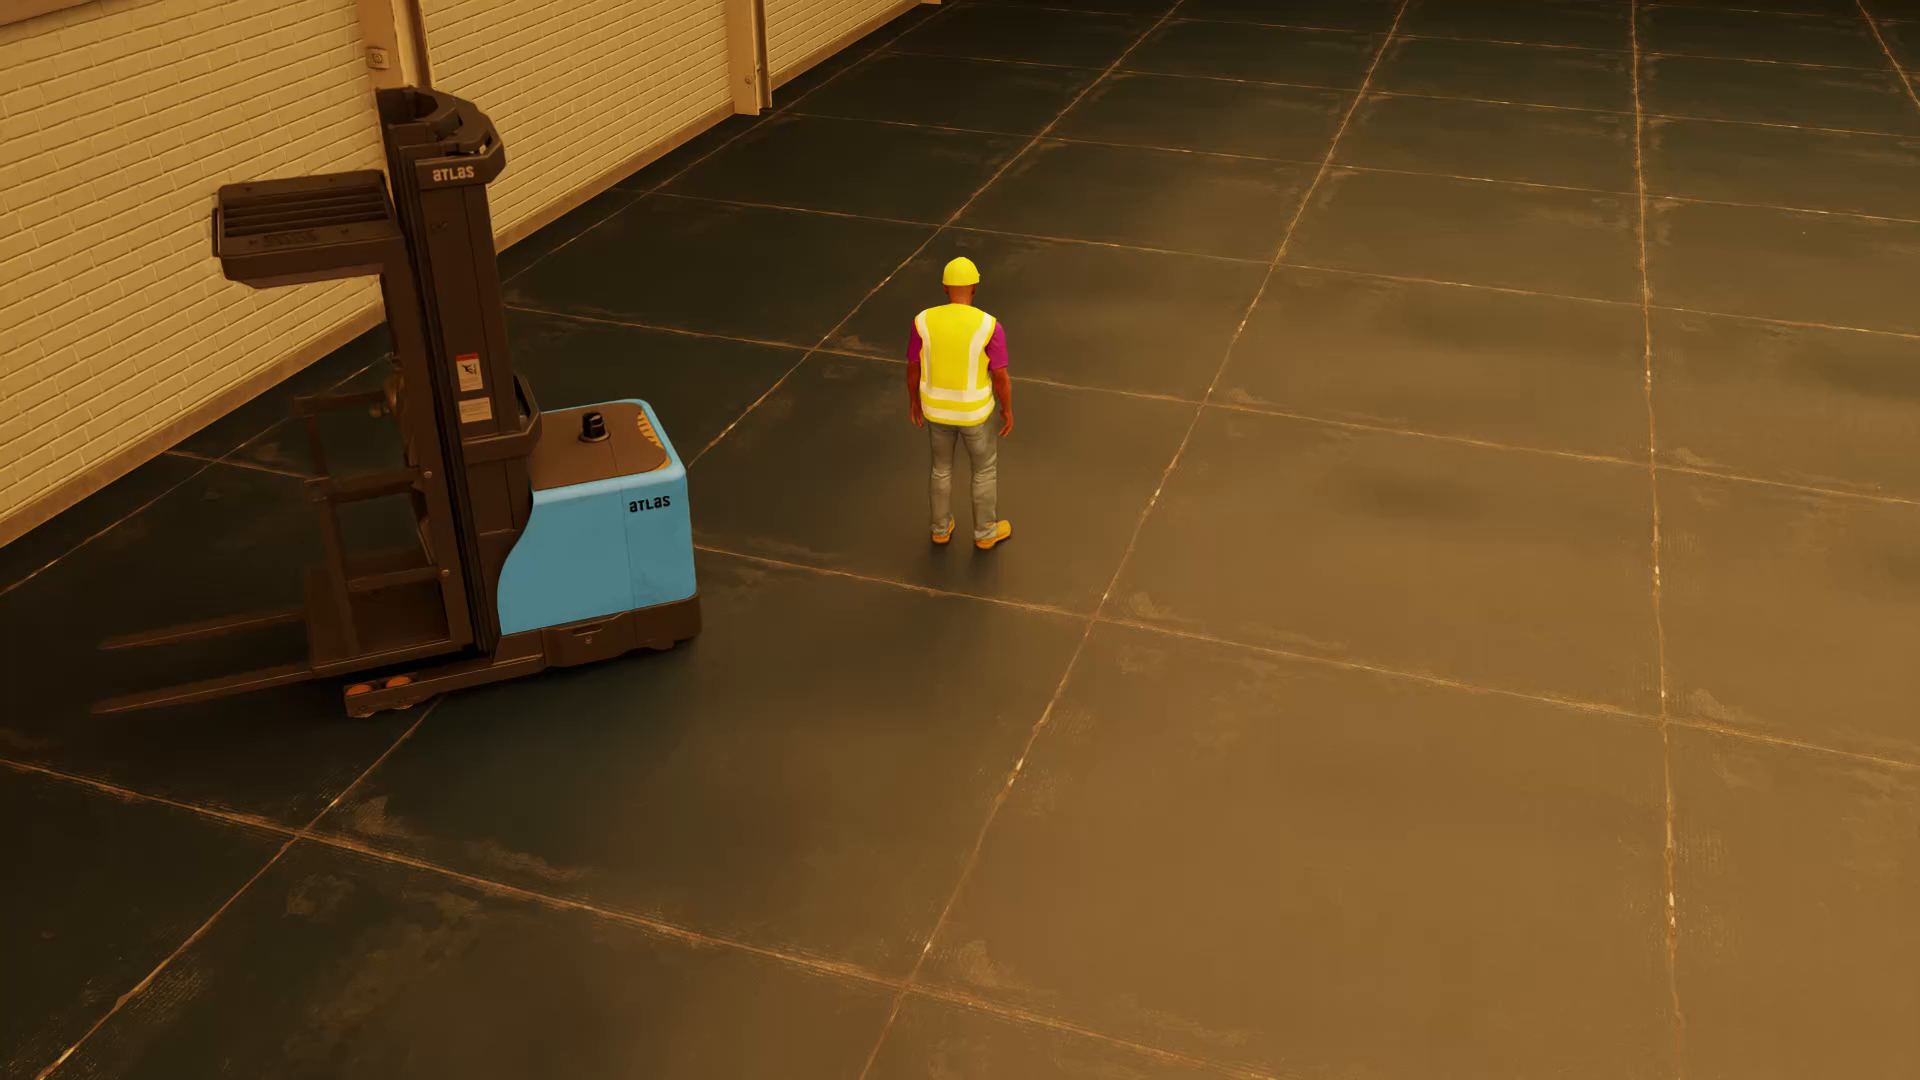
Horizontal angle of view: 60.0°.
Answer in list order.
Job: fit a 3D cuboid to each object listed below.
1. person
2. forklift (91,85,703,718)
[{"bbox_3d":[0.005,-0.783,9.696,0.626,1.760,0.460,9,31,15],"label":"person"},{"bbox_3d":[-2.979,-0.661,8.297,3.031,2.935,1.130,-11,32,-19],"label":"forklift"}]
